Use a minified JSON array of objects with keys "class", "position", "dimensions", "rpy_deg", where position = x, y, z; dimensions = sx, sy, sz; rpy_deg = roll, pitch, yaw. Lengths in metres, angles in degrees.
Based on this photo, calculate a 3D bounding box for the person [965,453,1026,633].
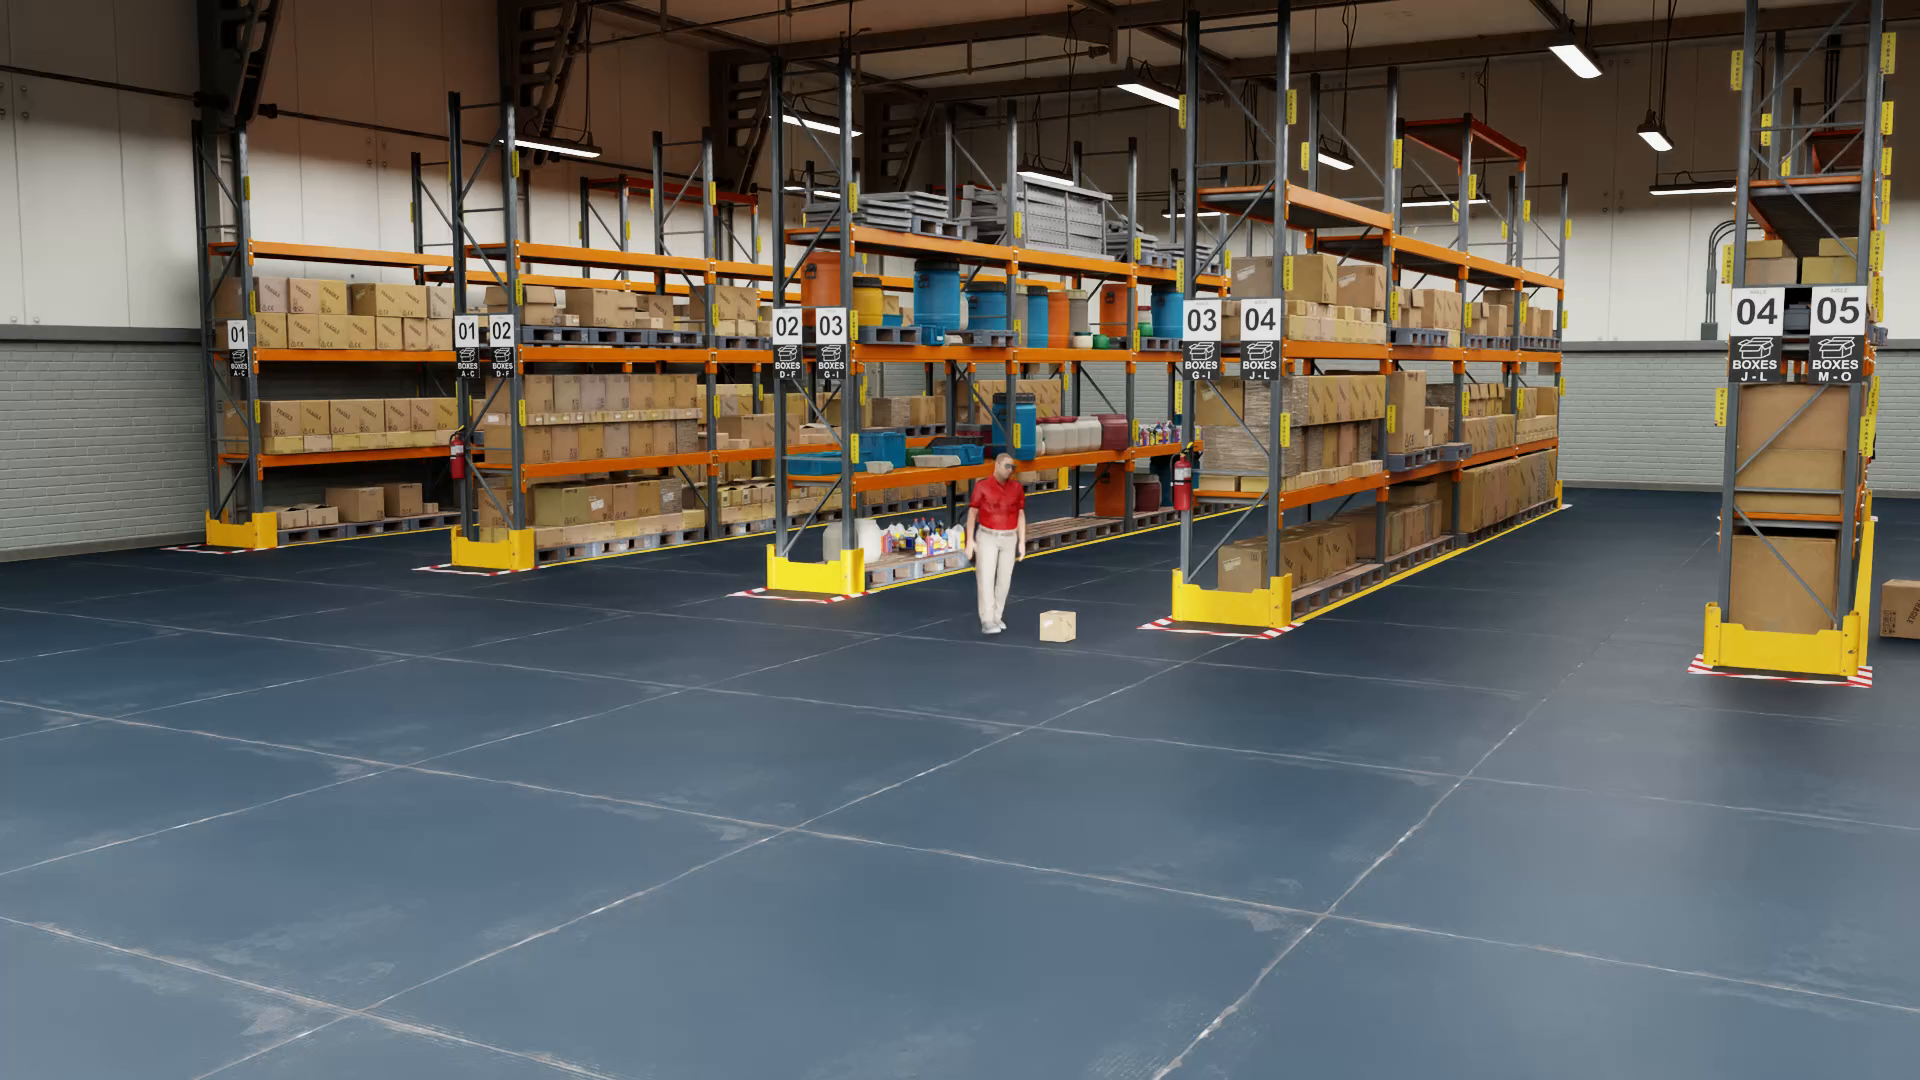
[{"class":"person","position":[0.383,0.030,15.776],"dimensions":[0.587,1.701,0.777],"rpy_deg":[-2,6,-22]}]
